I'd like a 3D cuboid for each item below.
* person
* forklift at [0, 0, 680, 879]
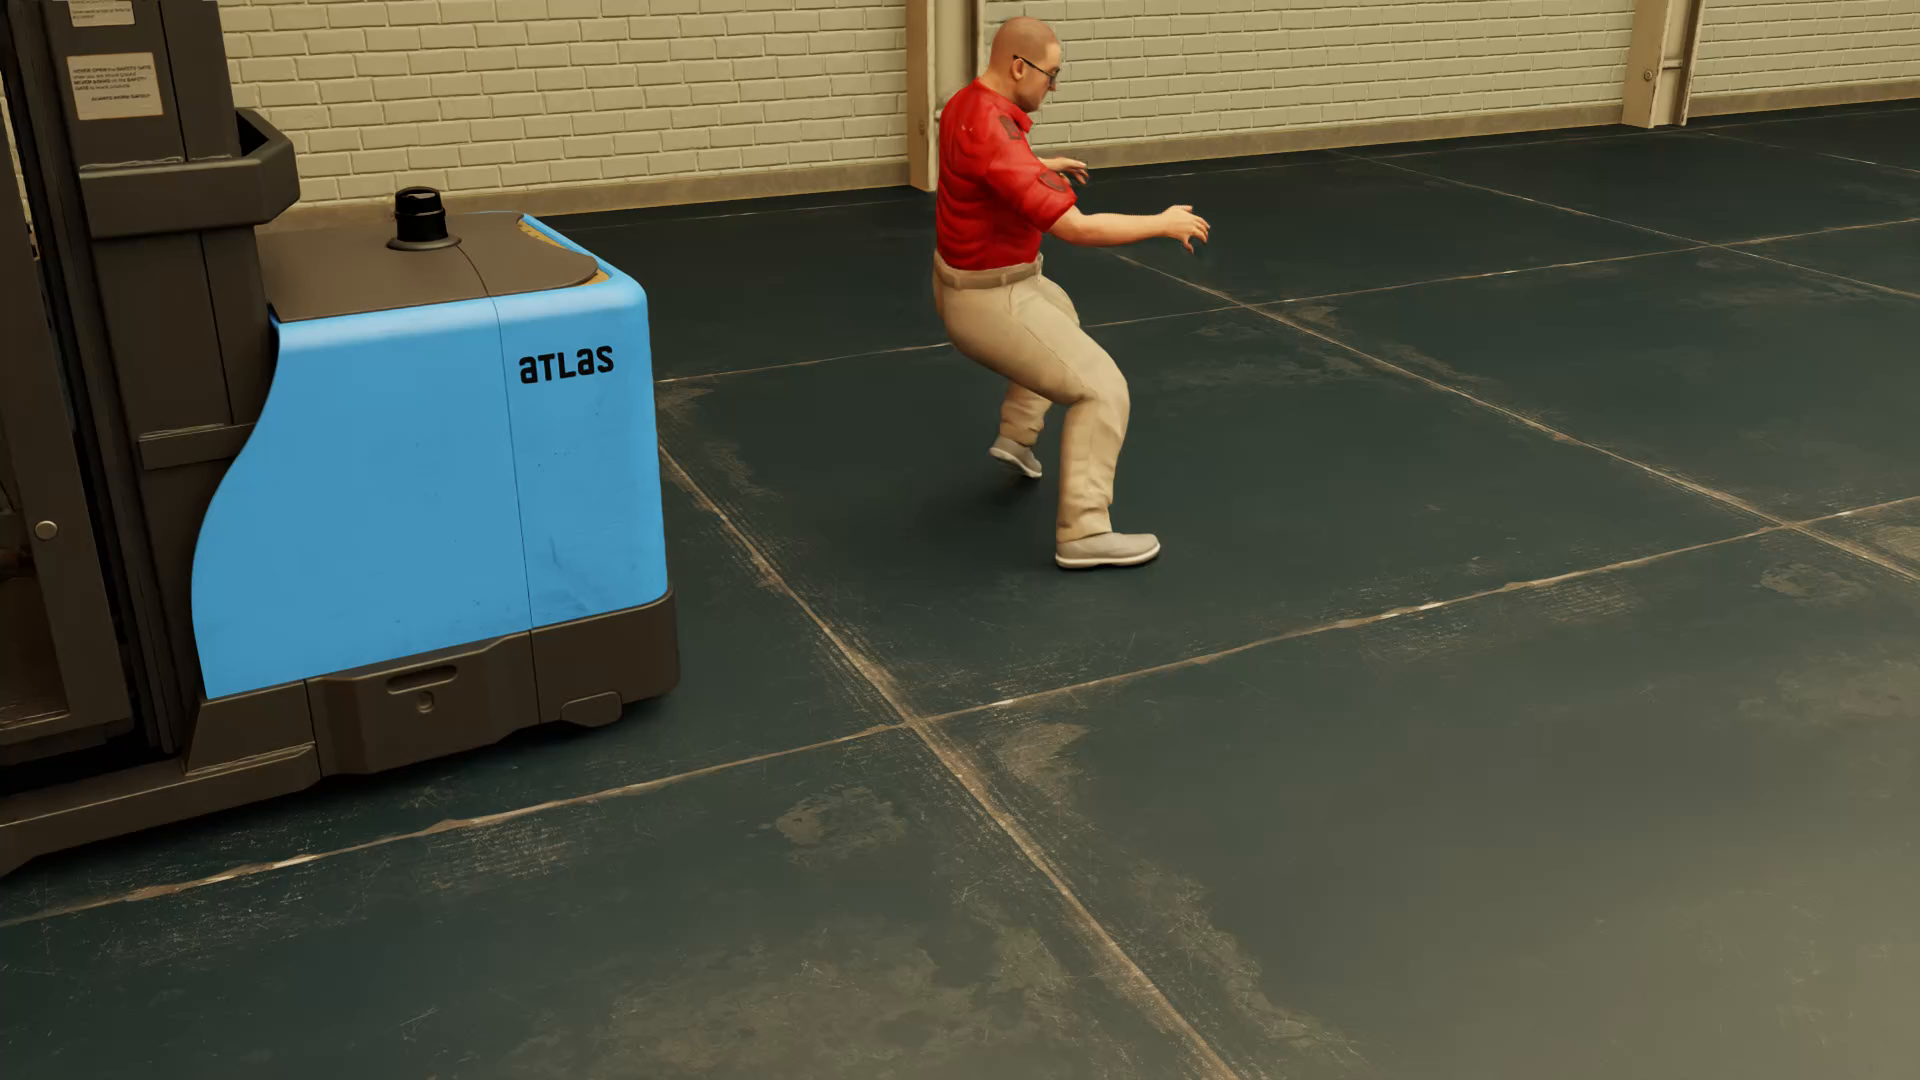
[{"bbox_3d":[0.301,-0.795,5.024,0.746,1.527,0.959,-5,23,-11],"label":"person"},{"bbox_3d":[-2.226,-0.814,3.246,3.031,2.935,1.130,-12,26,-27],"label":"forklift"}]
